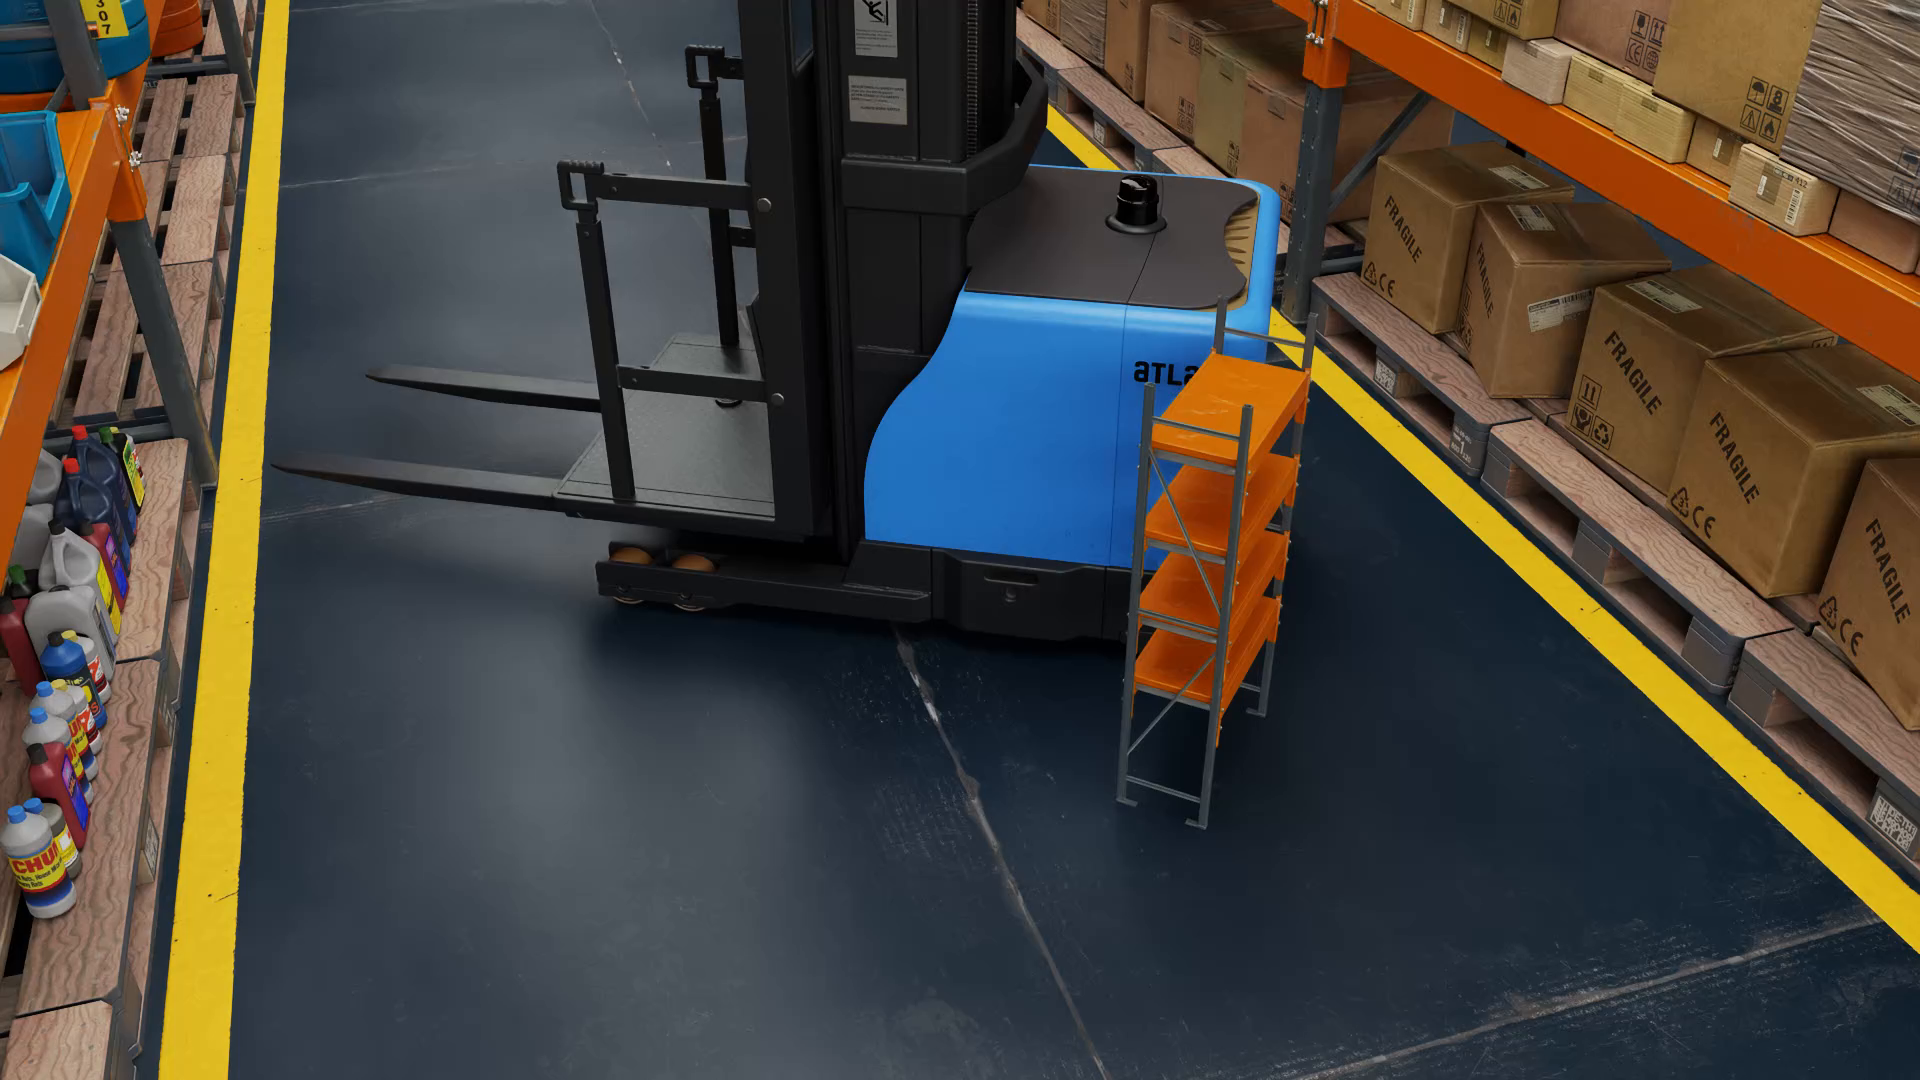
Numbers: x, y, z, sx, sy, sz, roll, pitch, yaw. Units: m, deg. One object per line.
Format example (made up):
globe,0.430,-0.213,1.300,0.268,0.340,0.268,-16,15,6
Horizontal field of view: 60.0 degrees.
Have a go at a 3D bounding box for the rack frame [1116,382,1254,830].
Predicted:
rack frame,0.508,0.191,3.872,0.240,1.200,0.015,15,36,22

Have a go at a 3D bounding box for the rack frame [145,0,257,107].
rack frame,-4.173,-3.469,7.779,1.000,3.000,0.127,-10,35,-15

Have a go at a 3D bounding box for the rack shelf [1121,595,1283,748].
rack shelf,0.616,0.292,4.201,0.258,0.148,0.480,15,36,22

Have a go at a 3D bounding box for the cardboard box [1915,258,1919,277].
cardboard box,2.402,-0.638,3.722,0.380,0.149,0.250,-10,35,-15

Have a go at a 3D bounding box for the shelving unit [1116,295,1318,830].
shelving unit,0.616,0.071,4.055,0.258,1.200,0.503,15,36,22

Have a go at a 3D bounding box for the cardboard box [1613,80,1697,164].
cardboard box,2.014,-1.148,4.495,0.380,0.149,0.250,-10,35,-15

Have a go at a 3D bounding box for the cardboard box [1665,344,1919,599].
cardboard box,2.422,-0.205,4.725,0.500,0.500,0.500,-7,34,-10

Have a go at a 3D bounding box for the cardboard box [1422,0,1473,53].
cardboard box,1.710,-1.673,5.290,0.380,0.149,0.250,-10,35,-15

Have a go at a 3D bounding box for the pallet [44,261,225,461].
pallet,-3.229,-0.611,5.984,1.003,0.211,1.213,-10,35,-15

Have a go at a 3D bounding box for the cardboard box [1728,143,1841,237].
cardboard box,2.143,-0.882,4.091,0.380,0.149,0.250,-10,35,-15

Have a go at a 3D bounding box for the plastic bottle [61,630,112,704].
plastic bottle,-2.217,0.318,4.186,0.097,0.201,0.097,0,33,0

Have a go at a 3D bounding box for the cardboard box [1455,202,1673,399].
cardboard box,2.030,-0.818,5.653,0.500,0.500,0.500,0,33,1

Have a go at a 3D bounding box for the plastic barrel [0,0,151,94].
plastic barrel,-2.782,-1.832,4.847,0.600,0.901,0.708,-10,35,-15

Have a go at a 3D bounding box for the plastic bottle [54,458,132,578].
plastic bottle,-2.423,-0.057,4.619,0.144,0.351,0.185,-12,35,-17

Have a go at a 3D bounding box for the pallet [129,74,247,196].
pallet,-3.973,-1.892,7.922,1.003,0.211,1.213,-10,35,-15

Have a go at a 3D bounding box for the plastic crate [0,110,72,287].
plastic crate,-2.356,-0.771,3.831,0.499,0.251,0.616,-10,35,-15

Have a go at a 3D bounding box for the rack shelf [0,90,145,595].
rack shelf,-2.342,-0.019,3.210,1.077,0.370,4.000,-10,35,-15

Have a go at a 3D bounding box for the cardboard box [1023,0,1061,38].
cardboard box,0.768,-3.094,9.080,0.700,0.500,0.500,-12,35,-17

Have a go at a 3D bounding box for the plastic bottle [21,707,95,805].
plastic bottle,-2.093,0.502,3.846,0.097,0.271,0.097,0,33,0

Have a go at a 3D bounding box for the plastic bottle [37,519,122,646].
plastic bottle,-2.324,0.113,4.362,0.144,0.351,0.185,-10,35,-15

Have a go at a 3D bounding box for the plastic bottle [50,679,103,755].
plastic bottle,-2.154,0.426,4.023,0.097,0.201,0.097,0,33,0

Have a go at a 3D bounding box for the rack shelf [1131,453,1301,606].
rack shelf,0.616,-0.060,3.969,0.258,0.148,0.480,15,36,22

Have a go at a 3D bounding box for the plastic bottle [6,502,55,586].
plastic bottle,-2.556,0.012,4.582,0.152,0.276,0.135,-10,35,-15

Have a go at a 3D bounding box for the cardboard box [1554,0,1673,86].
cardboard box,2.210,-1.607,4.600,0.875,0.500,0.500,-10,35,-15

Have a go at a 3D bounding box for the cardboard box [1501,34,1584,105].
cardboard box,1.832,-1.406,4.884,0.380,0.149,0.250,-10,35,-15

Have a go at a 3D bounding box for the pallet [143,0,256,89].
pallet,-4.453,-2.713,9.163,1.003,0.211,1.213,-10,35,-15

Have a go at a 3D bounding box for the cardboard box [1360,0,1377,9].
cardboard box,1.544,-1.934,5.683,0.380,0.149,0.250,-10,35,-15

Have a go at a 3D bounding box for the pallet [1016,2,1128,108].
pallet,0.781,-2.728,9.187,1.003,0.211,1.213,-10,35,-15

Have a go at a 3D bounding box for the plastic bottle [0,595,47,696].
plastic bottle,-2.380,0.245,4.223,0.061,0.283,0.133,-10,35,-15

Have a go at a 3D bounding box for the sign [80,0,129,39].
sign,-2.425,-1.571,4.656,0.100,0.325,0.005,-10,35,-15

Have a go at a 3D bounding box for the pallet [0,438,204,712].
pallet,-2.787,0.154,4.825,1.003,0.211,1.213,-10,35,-15

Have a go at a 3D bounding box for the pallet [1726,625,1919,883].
pallet,2.747,0.589,4.167,1.003,0.211,1.213,-10,35,-15

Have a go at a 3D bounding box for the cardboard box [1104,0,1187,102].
cardboard box,1.129,-2.509,8.194,0.700,0.500,0.500,-7,34,-11

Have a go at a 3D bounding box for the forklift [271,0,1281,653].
forklift,-0.611,-1.290,4.544,3.031,2.935,1.130,6,34,9

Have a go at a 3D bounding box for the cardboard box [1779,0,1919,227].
cardboard box,2.465,-1.073,3.792,0.875,0.500,0.500,-10,35,-15

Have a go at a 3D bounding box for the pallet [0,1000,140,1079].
pallet,-2.043,1.435,2.887,1.003,0.211,1.213,-10,35,-15

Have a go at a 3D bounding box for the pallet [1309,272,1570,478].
pallet,2.003,-0.692,6.105,1.003,0.211,1.213,-10,35,-15

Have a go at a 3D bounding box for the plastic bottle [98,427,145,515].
plastic bottle,-2.492,-0.222,4.930,0.061,0.283,0.133,-8,34,-12

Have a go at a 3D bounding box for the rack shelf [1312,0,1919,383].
rack shelf,2.375,-0.852,4.470,1.077,0.370,4.000,-10,35,-15

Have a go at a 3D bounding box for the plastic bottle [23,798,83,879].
plastic bottle,-2.020,0.657,3.675,0.097,0.201,0.097,0,33,0

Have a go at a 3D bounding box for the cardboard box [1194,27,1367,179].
cardboard box,1.470,-1.922,7.306,0.700,0.500,0.500,-10,35,-15
